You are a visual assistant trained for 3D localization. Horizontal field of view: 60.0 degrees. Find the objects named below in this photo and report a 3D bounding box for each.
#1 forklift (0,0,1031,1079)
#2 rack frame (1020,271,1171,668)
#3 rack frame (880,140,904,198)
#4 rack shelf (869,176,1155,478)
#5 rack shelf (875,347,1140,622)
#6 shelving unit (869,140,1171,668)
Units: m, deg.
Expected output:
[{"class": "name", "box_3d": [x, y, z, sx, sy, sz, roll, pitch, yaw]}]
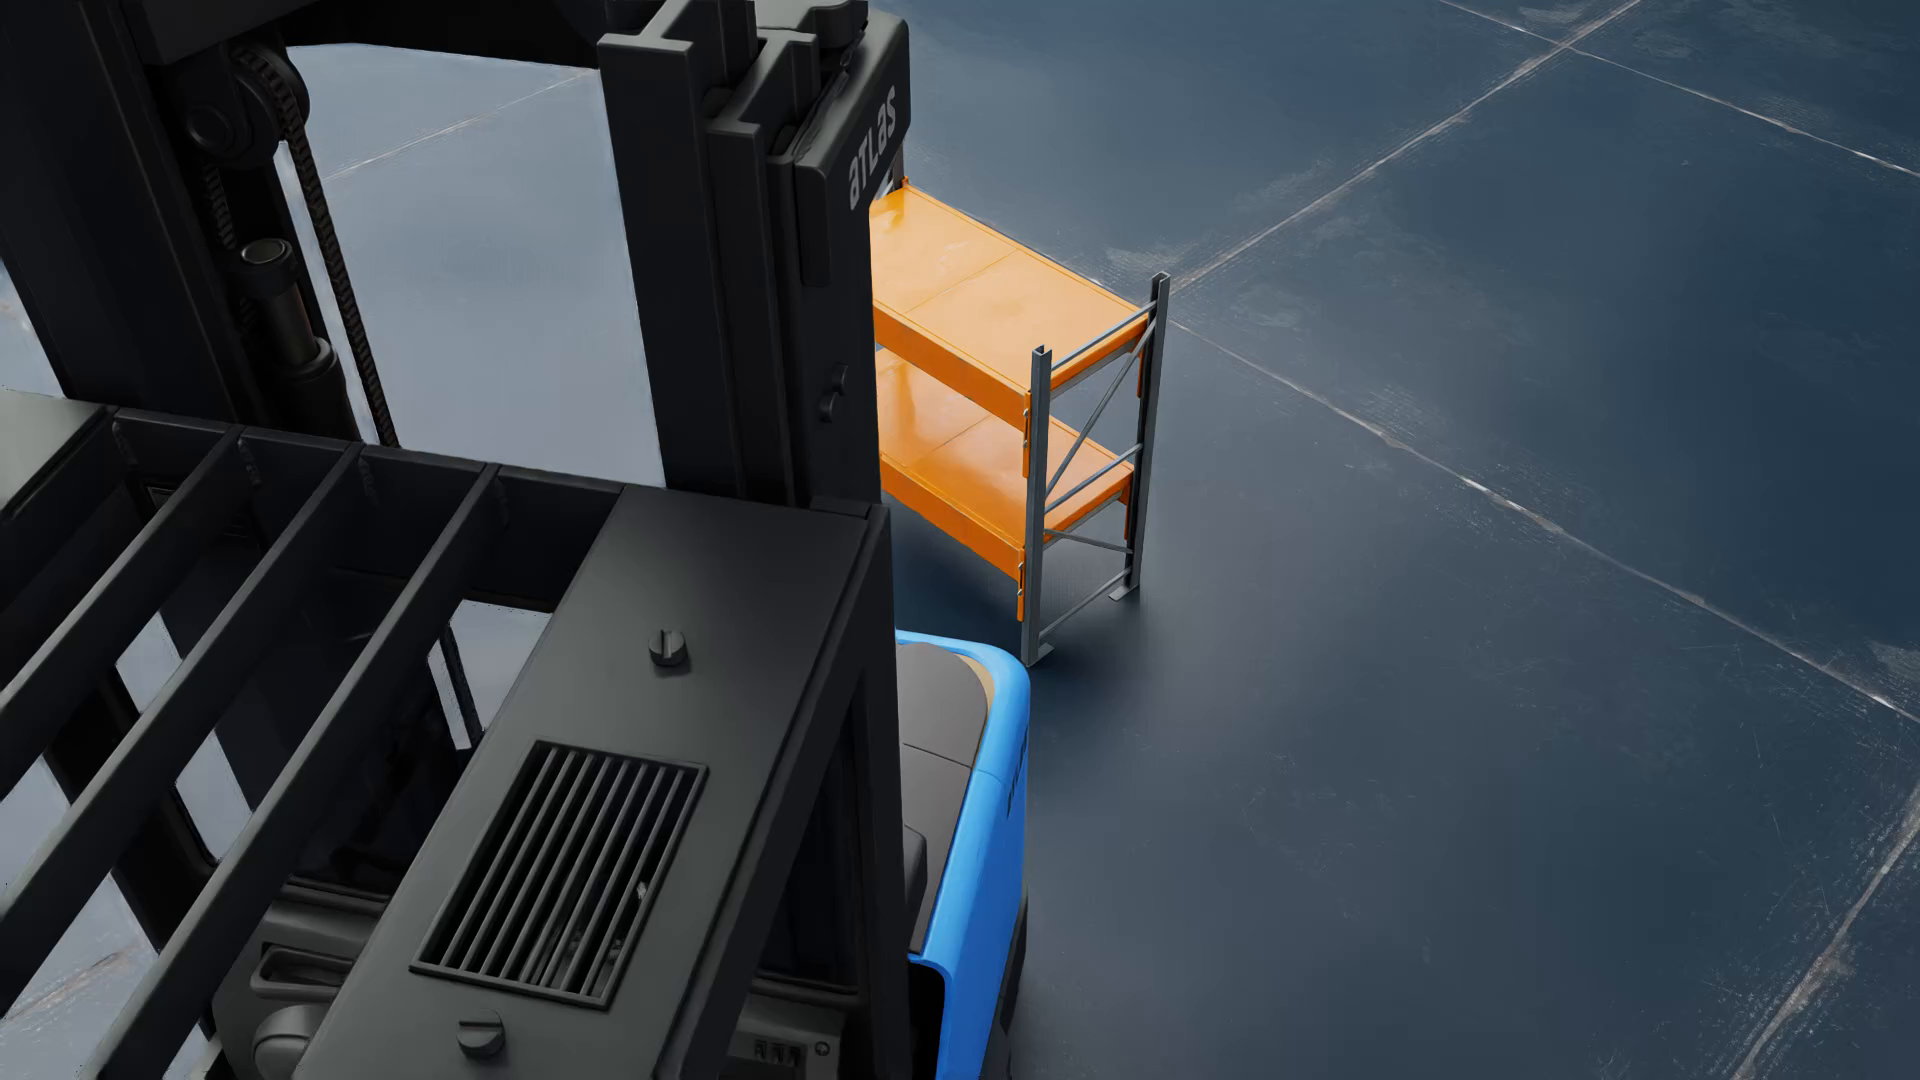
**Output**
[{"class": "forklift", "box_3d": [-0.662, 0.844, 2.177, 1.130, 2.935, 3.031, 9, 43, 9]}, {"class": "rack frame", "box_3d": [0.364, -0.166, 4.600, 0.500, 1.125, 0.032, -34, 53, -31]}, {"class": "rack frame", "box_3d": [-0.354, -0.654, 5.129, 0.500, 1.125, 0.032, -34, 53, -31]}, {"class": "rack shelf", "box_3d": [0.005, -0.625, 4.666, 0.538, 0.278, 1.000, -34, 53, -31]}, {"class": "rack shelf", "box_3d": [0.005, -0.230, 5.031, 0.538, 0.278, 1.000, -34, 53, -31]}, {"class": "shelving unit", "box_3d": [0.005, -0.410, 4.865, 0.538, 1.125, 1.048, -34, 53, -31]}]
